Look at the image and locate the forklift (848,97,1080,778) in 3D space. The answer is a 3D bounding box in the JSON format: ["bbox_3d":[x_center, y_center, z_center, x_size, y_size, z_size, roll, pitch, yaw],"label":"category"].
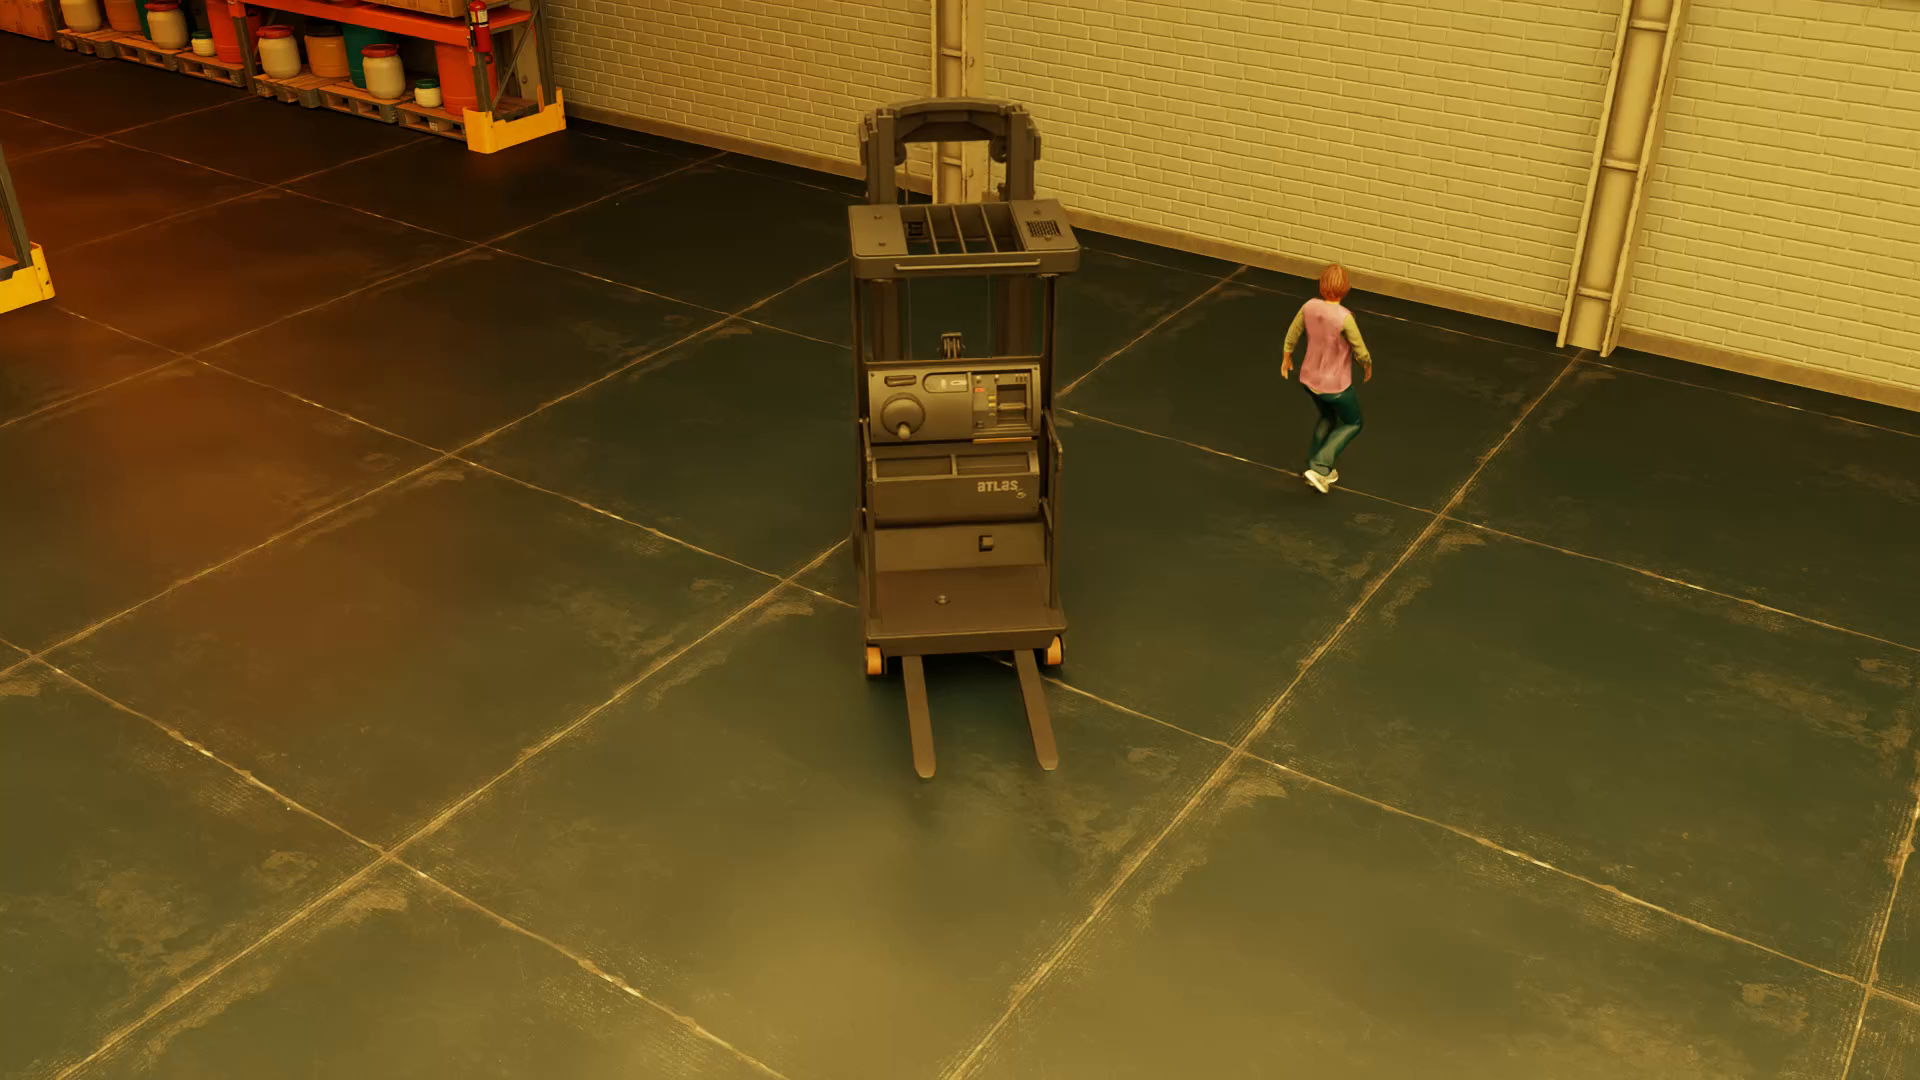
[{"bbox_3d":[-0.005,-0.695,8.778,1.130,2.935,3.031,-3,30,-5],"label":"forklift"}]

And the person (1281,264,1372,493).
[{"bbox_3d":[2.372,-1.043,10.760,0.481,1.553,0.623,-17,34,-27],"label":"person"}]
